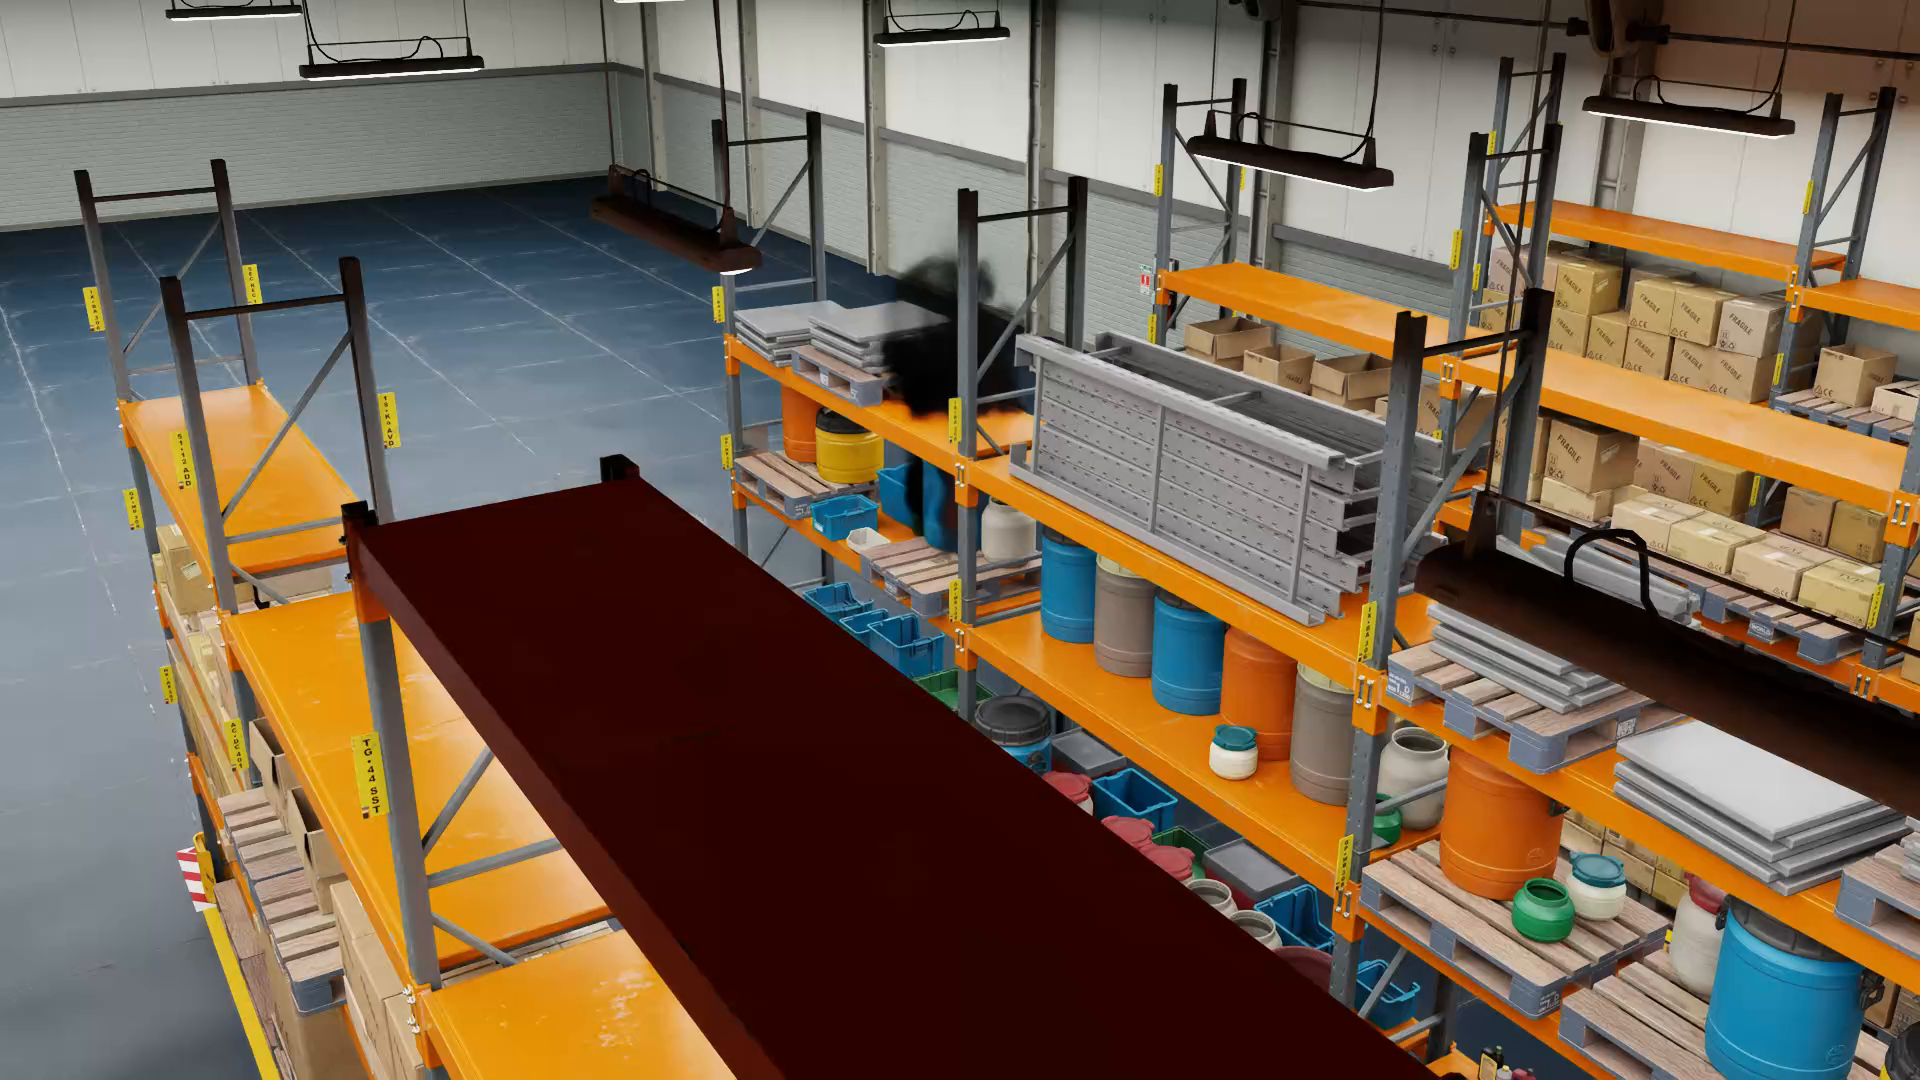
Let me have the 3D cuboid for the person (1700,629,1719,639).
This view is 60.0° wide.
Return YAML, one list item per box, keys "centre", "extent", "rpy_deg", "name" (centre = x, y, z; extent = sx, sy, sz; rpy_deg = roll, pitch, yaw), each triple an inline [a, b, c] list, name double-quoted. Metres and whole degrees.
- centre: [6.657, 1.557, 15.229]
  extent: [0.658, 1.683, 0.602]
  rpy_deg: [-17, 27, -36]
  name: "person"
